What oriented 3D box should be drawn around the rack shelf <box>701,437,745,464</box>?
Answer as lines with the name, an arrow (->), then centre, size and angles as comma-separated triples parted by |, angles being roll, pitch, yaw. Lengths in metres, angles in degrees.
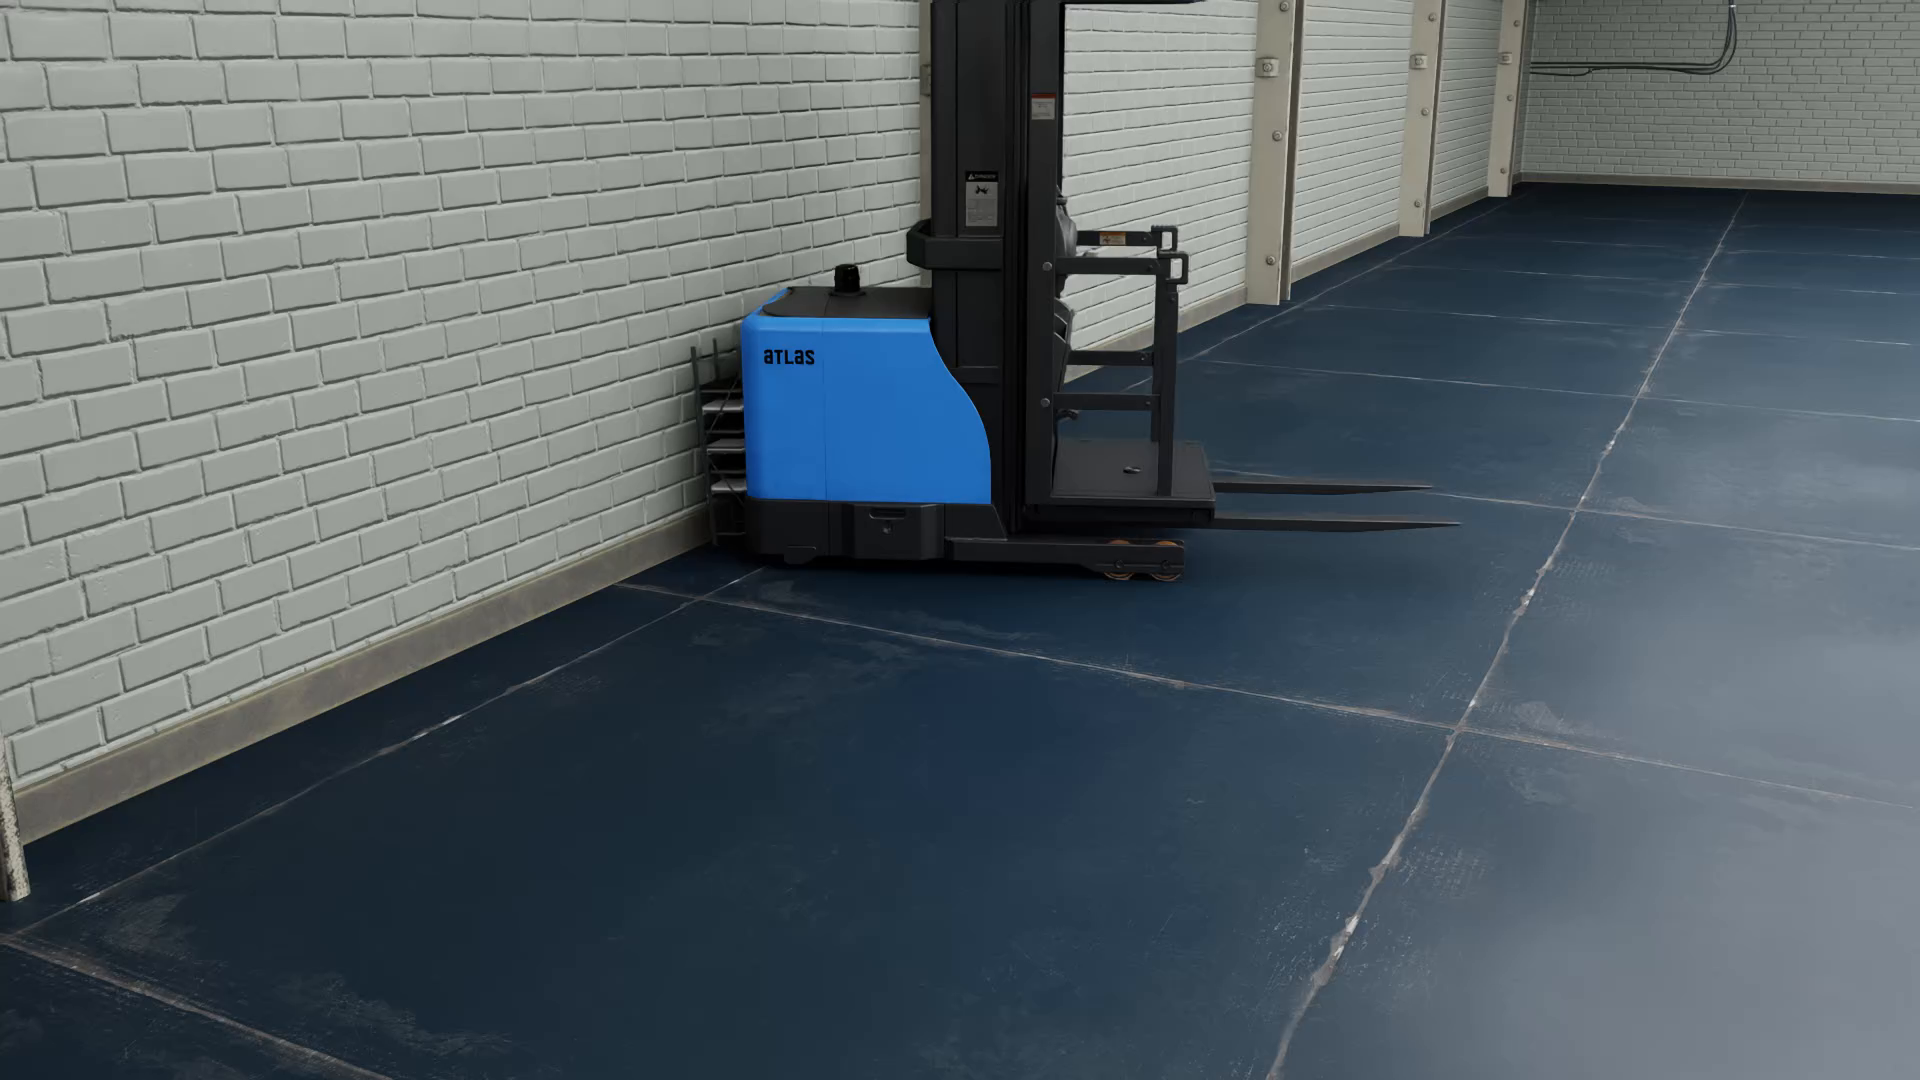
rack shelf -> -0.985, -0.396, 7.374 | 0.258, 0.077, 0.200 | 1, 16, 19

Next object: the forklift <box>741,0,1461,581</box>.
forklift -> 0.621, -1.390, 7.058 | 3.031, 2.935, 1.130 | 1, 17, 5

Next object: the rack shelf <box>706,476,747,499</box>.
rack shelf -> -0.972, -0.223, 7.421 | 0.258, 0.077, 0.200 | 1, 16, 19

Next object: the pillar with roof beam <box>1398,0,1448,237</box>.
pillar with roof beam -> 9.219, -7.389, 16.597 | 9.100, 9.000, 0.400 | 8, 18, 25

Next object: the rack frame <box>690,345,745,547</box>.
rack frame -> -1.020, -0.401, 7.273 | 0.240, 0.900, 0.006 | 1, 16, 19

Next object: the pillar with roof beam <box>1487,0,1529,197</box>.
pillar with roof beam -> 11.900, -8.917, 21.742 | 9.100, 9.000, 0.400 | 8, 18, 25

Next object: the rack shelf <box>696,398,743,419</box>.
rack shelf -> -0.998, -0.570, 7.327 | 0.258, 0.077, 0.200 | 1, 16, 19

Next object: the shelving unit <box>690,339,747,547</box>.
shelving unit -> -0.988, -0.428, 7.365 | 0.258, 0.900, 0.210 | 1, 16, 19

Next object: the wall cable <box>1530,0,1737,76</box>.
wall cable -> 10.548, -8.559, 25.989 | 3.097, 2.526, 0.112 | 8, 18, 25

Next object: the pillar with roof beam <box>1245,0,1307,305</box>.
pillar with roof beam -> 6.538, -5.861, 11.451 | 9.100, 9.000, 0.400 | 8, 18, 25

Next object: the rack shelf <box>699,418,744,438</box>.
rack shelf -> -0.992, -0.483, 7.351 | 0.258, 0.077, 0.200 | 1, 16, 19

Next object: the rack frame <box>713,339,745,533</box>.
rack frame -> -0.955, -0.456, 7.458 | 0.240, 0.900, 0.006 | 1, 16, 19

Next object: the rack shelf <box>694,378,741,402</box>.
rack shelf -> -1.004, -0.656, 7.304 | 0.258, 0.077, 0.200 | 1, 16, 19

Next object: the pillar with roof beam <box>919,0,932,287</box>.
pillar with roof beam -> 3.857, -4.332, 6.306 | 9.100, 9.000, 0.400 | 8, 18, 25

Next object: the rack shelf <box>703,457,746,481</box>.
rack shelf -> -0.979, -0.310, 7.397 | 0.258, 0.077, 0.200 | 1, 16, 19
